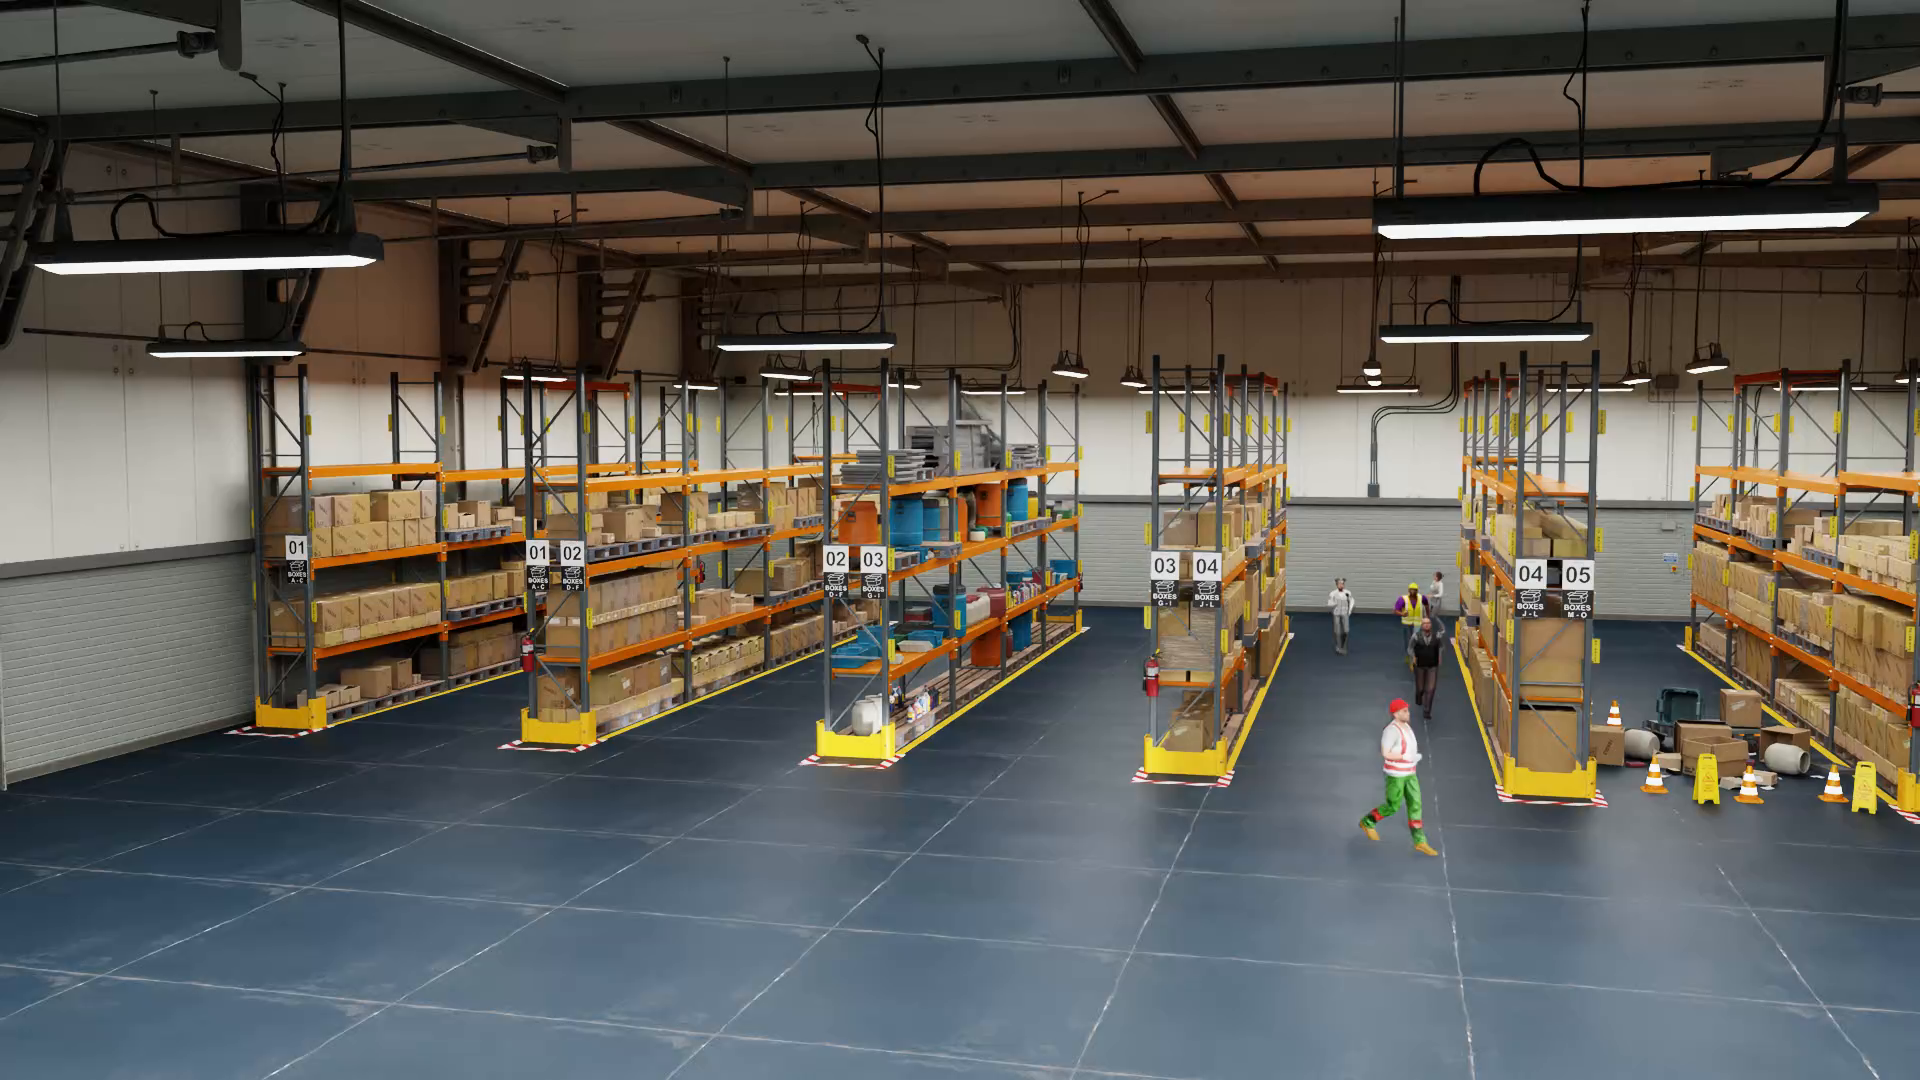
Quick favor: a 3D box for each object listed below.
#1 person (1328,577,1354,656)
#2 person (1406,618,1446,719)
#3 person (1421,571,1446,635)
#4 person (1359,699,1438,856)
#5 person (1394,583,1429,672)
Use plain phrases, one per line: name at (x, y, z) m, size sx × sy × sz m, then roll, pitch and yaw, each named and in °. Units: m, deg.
person at (8.306, 1.668, 36.224) m, size 0.593 × 1.719 × 0.647 m, roll 1°, pitch 4°, yaw 7°
person at (8.037, 2.192, 28.675) m, size 0.661 × 1.708 × 0.792 m, roll 1°, pitch 4°, yaw 9°
person at (11.104, 1.516, 38.929) m, size 0.812 × 1.584 × 0.551 m, roll -1°, pitch 4°, yaw -20°
person at (5.141, 2.745, 19.461) m, size 0.656 × 1.786 × 0.987 m, roll -4°, pitch 6°, yaw -44°
person at (9.309, 1.760, 34.272) m, size 0.729 × 1.787 × 1.006 m, roll 1°, pitch 4°, yaw 8°
